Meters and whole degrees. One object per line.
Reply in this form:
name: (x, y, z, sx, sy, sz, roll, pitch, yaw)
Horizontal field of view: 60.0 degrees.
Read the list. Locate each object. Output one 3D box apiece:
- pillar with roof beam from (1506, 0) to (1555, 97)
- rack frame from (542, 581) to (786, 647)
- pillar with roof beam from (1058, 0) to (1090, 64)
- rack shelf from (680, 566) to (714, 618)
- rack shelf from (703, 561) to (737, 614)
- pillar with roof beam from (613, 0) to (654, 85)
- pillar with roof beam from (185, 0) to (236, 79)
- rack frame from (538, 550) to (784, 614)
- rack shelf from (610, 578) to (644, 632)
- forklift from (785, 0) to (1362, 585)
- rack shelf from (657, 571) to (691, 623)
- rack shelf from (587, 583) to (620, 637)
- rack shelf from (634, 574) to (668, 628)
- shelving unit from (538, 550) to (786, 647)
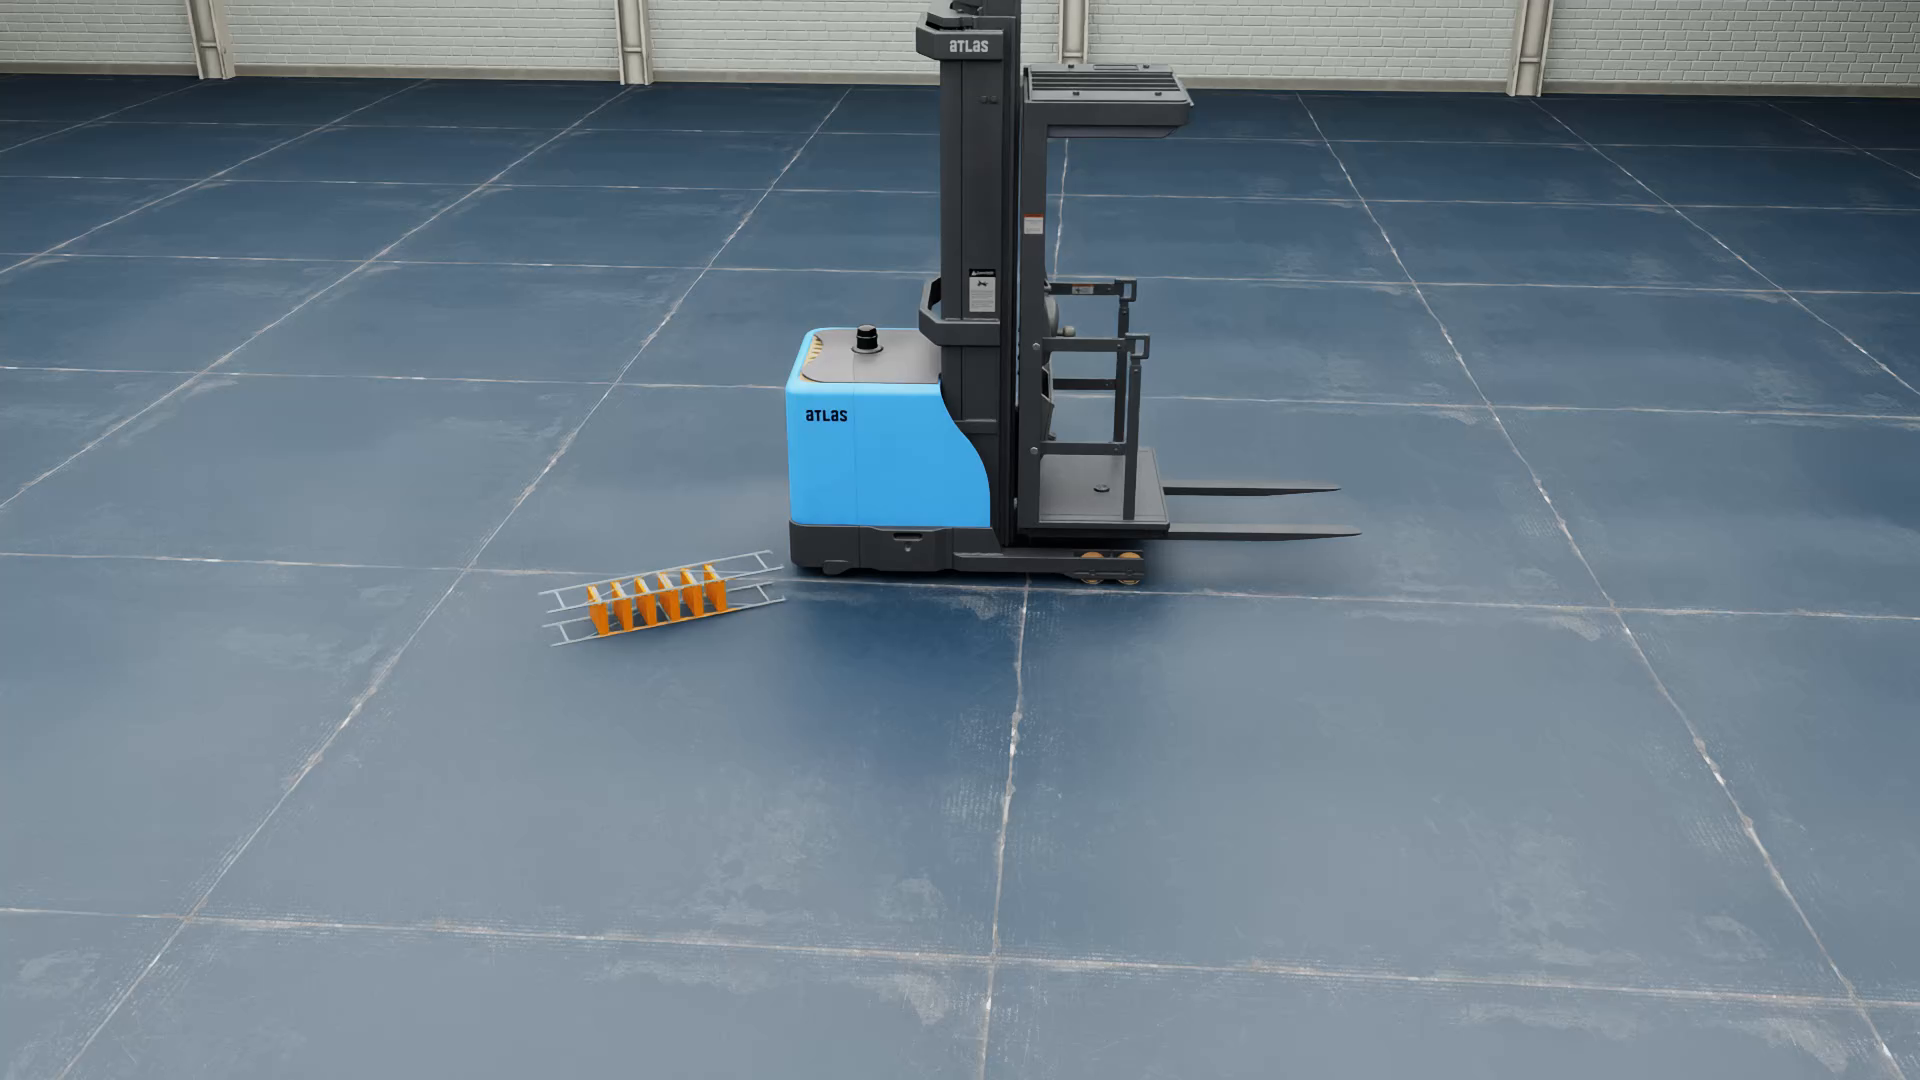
pillar with roof beam: (7.173, -8.232, 16.375, 0.400, 9.000, 9.100, 2, 25, 4)
rack frame: (-1.491, 0.370, 8.431, 1.200, 0.006, 0.240, -11, 27, -22)
pillar with roof beam: (1.191, -8.424, 16.792, 0.400, 9.000, 9.100, 2, 25, 4)
rack shelf: (-1.341, 0.258, 8.453, 0.103, 0.180, 0.258, -11, 27, -22)
rack shelf: (-1.232, 0.237, 8.497, 0.103, 0.180, 0.258, -11, 27, -22)
pillar with roof beam: (-4.791, -8.616, 17.210, 0.400, 9.000, 9.100, 2, 25, 4)
pillar with roof beam: (-10.774, -8.808, 17.627, 0.400, 9.000, 9.100, 2, 25, 4)
rack frame: (-1.492, 0.204, 8.354, 1.200, 0.006, 0.240, -11, 27, -22)
rack shelf: (-1.670, 0.321, 8.321, 0.103, 0.180, 0.258, -11, 27, -22)
forklift: (0.625, -1.323, 8.619, 3.031, 2.935, 1.130, 1, 25, 2)
rack shelf: (-1.451, 0.279, 8.409, 0.103, 0.180, 0.258, -11, 27, -22)
rack shelf: (-1.780, 0.342, 8.277, 0.103, 0.180, 0.258, -11, 27, -22)
rack shelf: (-1.561, 0.300, 8.365, 0.103, 0.180, 0.258, -11, 27, -22)
shelving unit: (-1.492, 0.287, 8.393, 1.200, 0.189, 0.258, -11, 27, -22)
